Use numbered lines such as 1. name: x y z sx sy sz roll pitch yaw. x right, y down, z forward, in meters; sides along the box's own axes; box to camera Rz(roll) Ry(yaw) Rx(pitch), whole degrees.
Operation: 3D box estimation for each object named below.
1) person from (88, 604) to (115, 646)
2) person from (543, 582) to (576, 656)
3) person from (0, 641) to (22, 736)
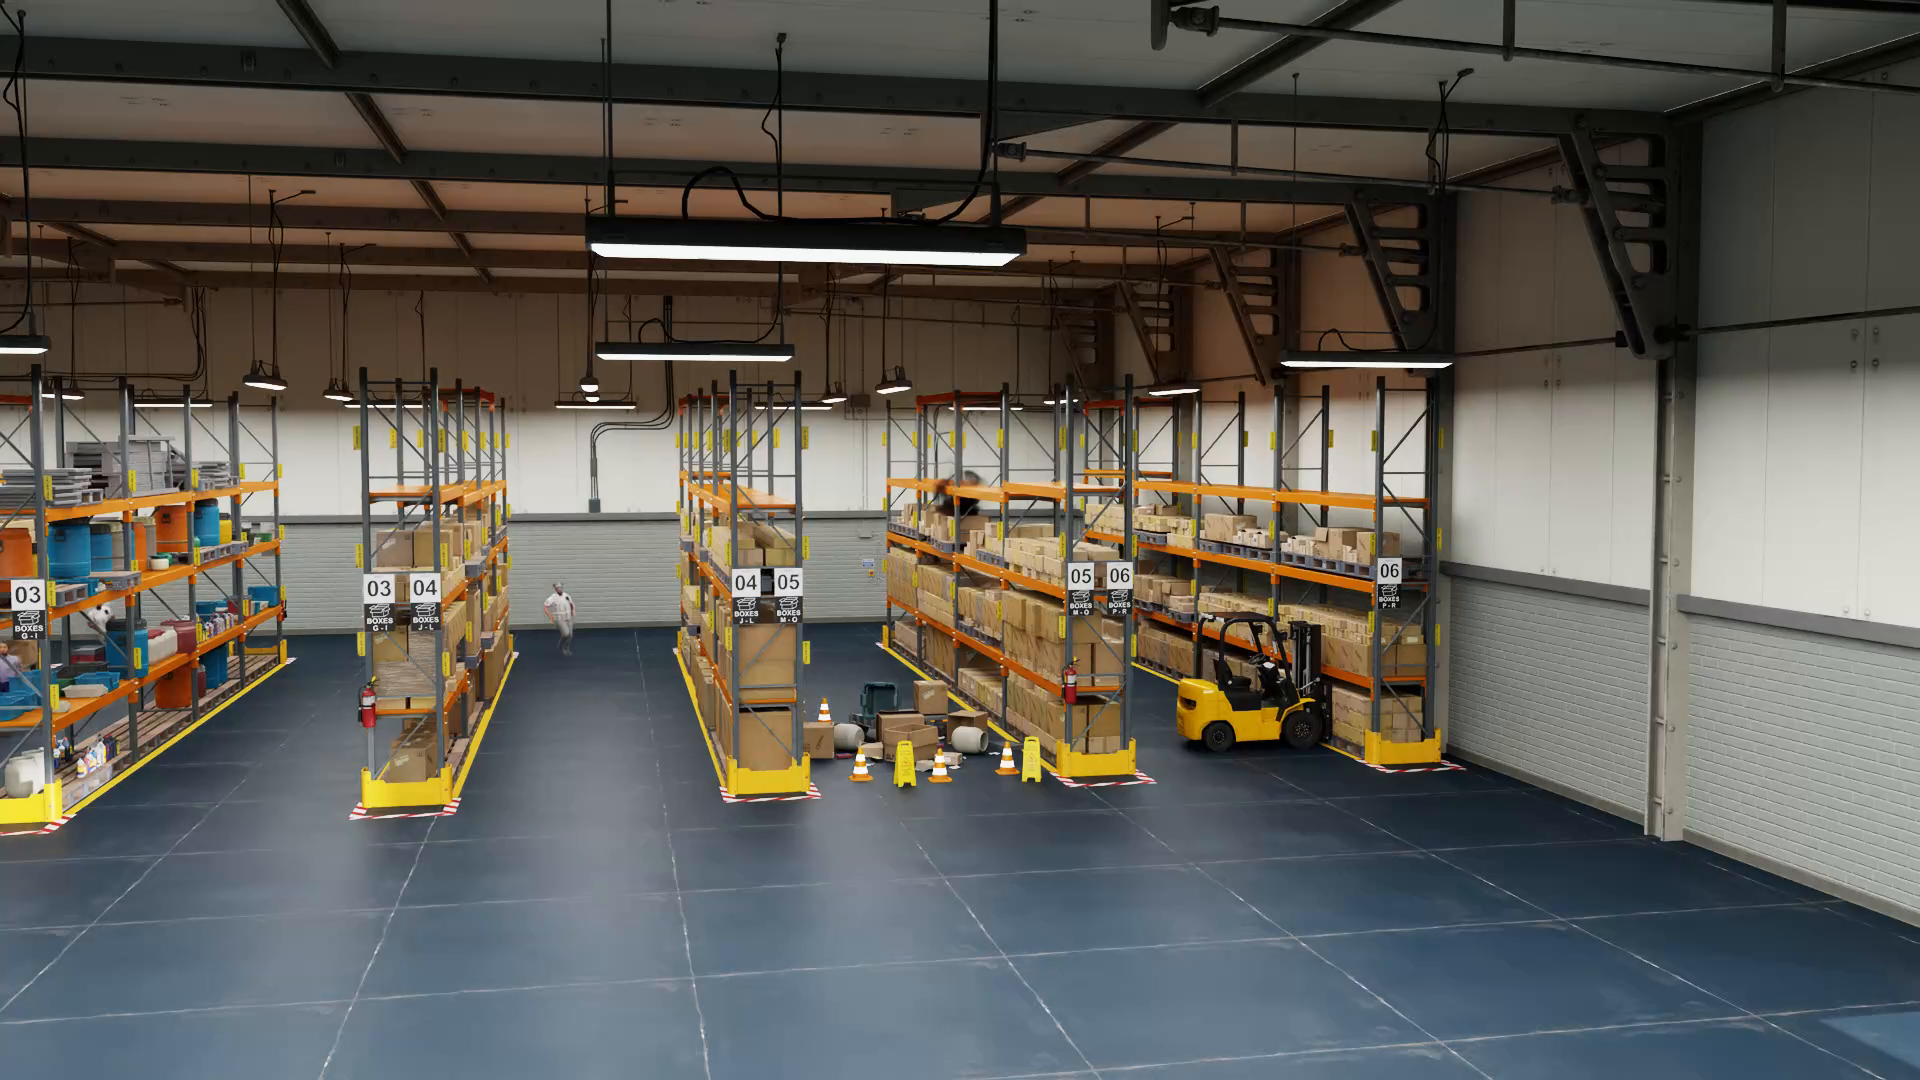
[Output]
1. person: -18.907 2.014 36.728 0.650 1.613 0.548 -3 4 -40
2. person: -9.249 1.837 38.673 0.737 1.741 0.575 -3 5 -44
3. person: -16.196 2.522 28.159 0.581 1.602 0.536 -2 4 -27
